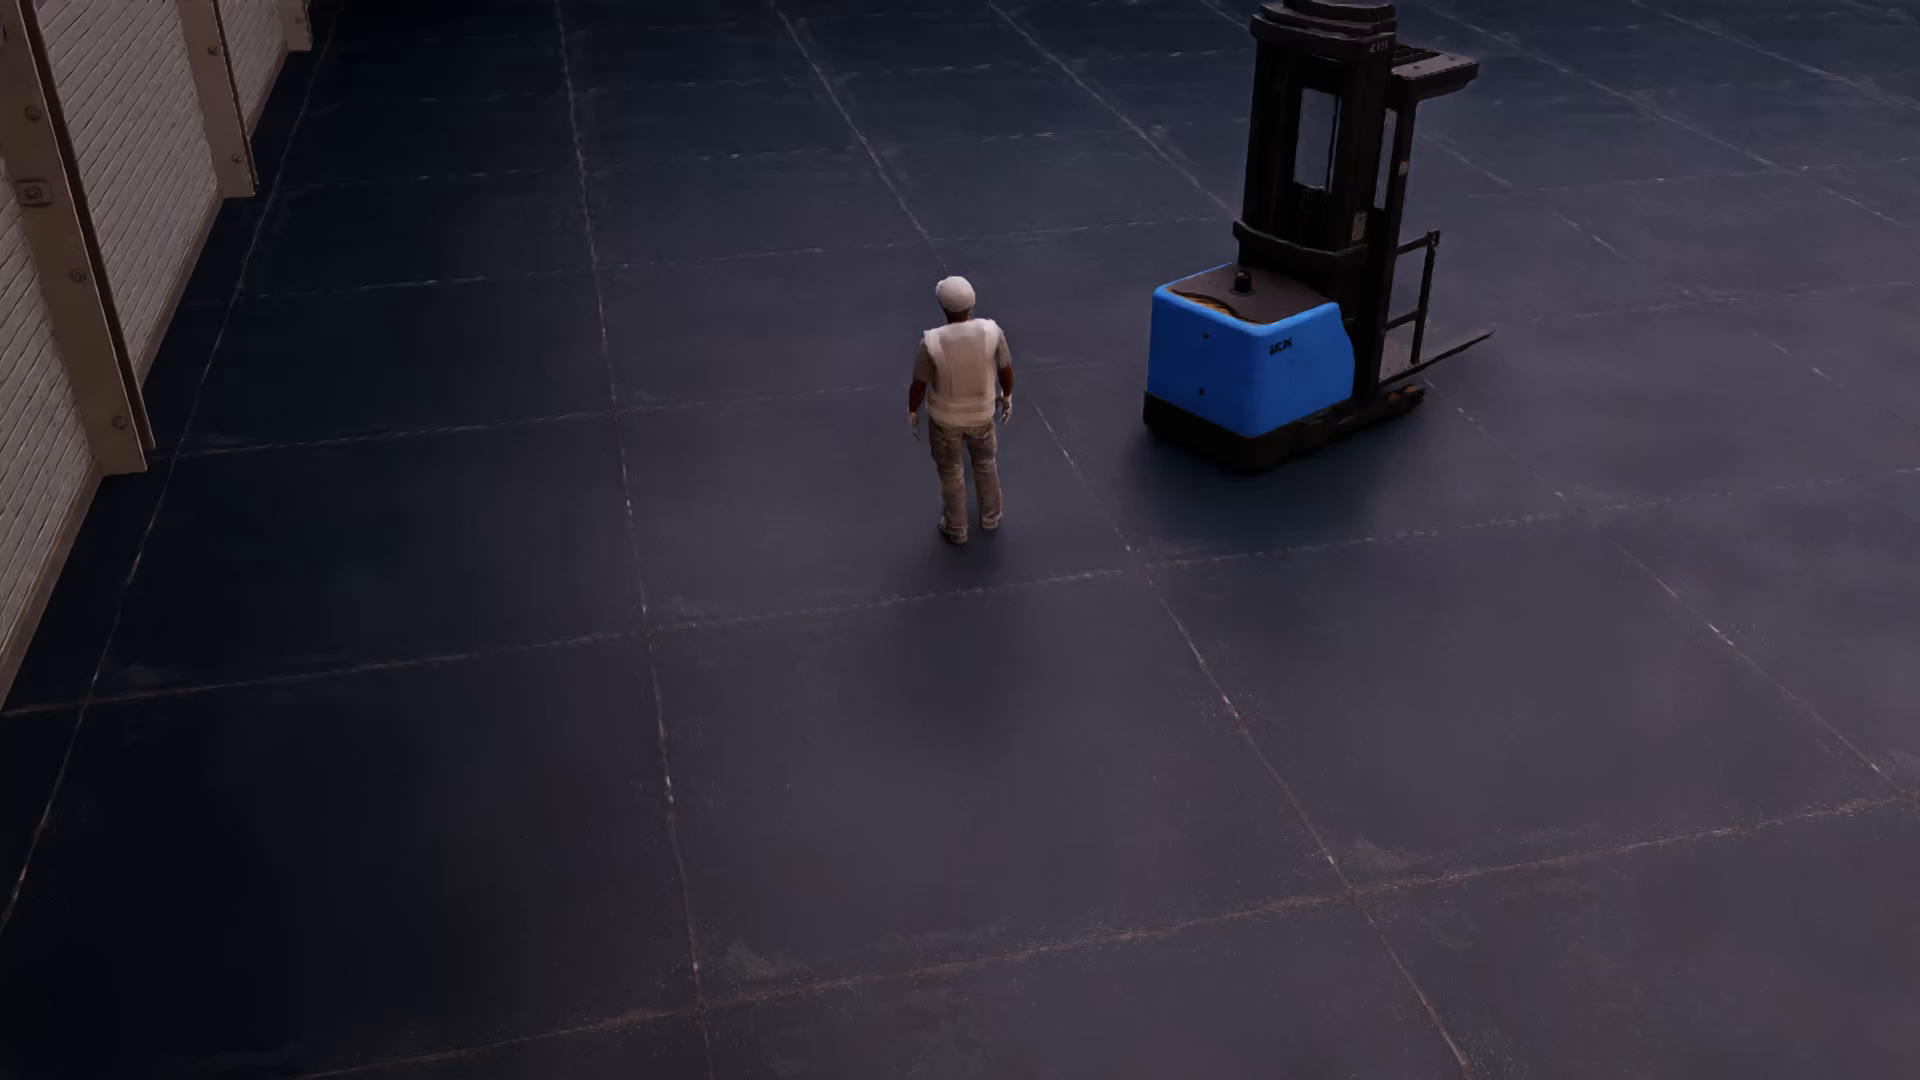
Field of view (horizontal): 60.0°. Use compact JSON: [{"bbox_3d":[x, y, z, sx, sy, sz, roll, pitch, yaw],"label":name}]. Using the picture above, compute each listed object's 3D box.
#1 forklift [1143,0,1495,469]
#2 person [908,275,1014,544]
[{"bbox_3d":[2.759,-2.345,11.625,3.031,2.935,1.130,-22,37,-33],"label":"forklift"},{"bbox_3d":[-0.009,-0.813,10.112,0.655,1.782,0.576,-7,31,-12],"label":"person"}]
